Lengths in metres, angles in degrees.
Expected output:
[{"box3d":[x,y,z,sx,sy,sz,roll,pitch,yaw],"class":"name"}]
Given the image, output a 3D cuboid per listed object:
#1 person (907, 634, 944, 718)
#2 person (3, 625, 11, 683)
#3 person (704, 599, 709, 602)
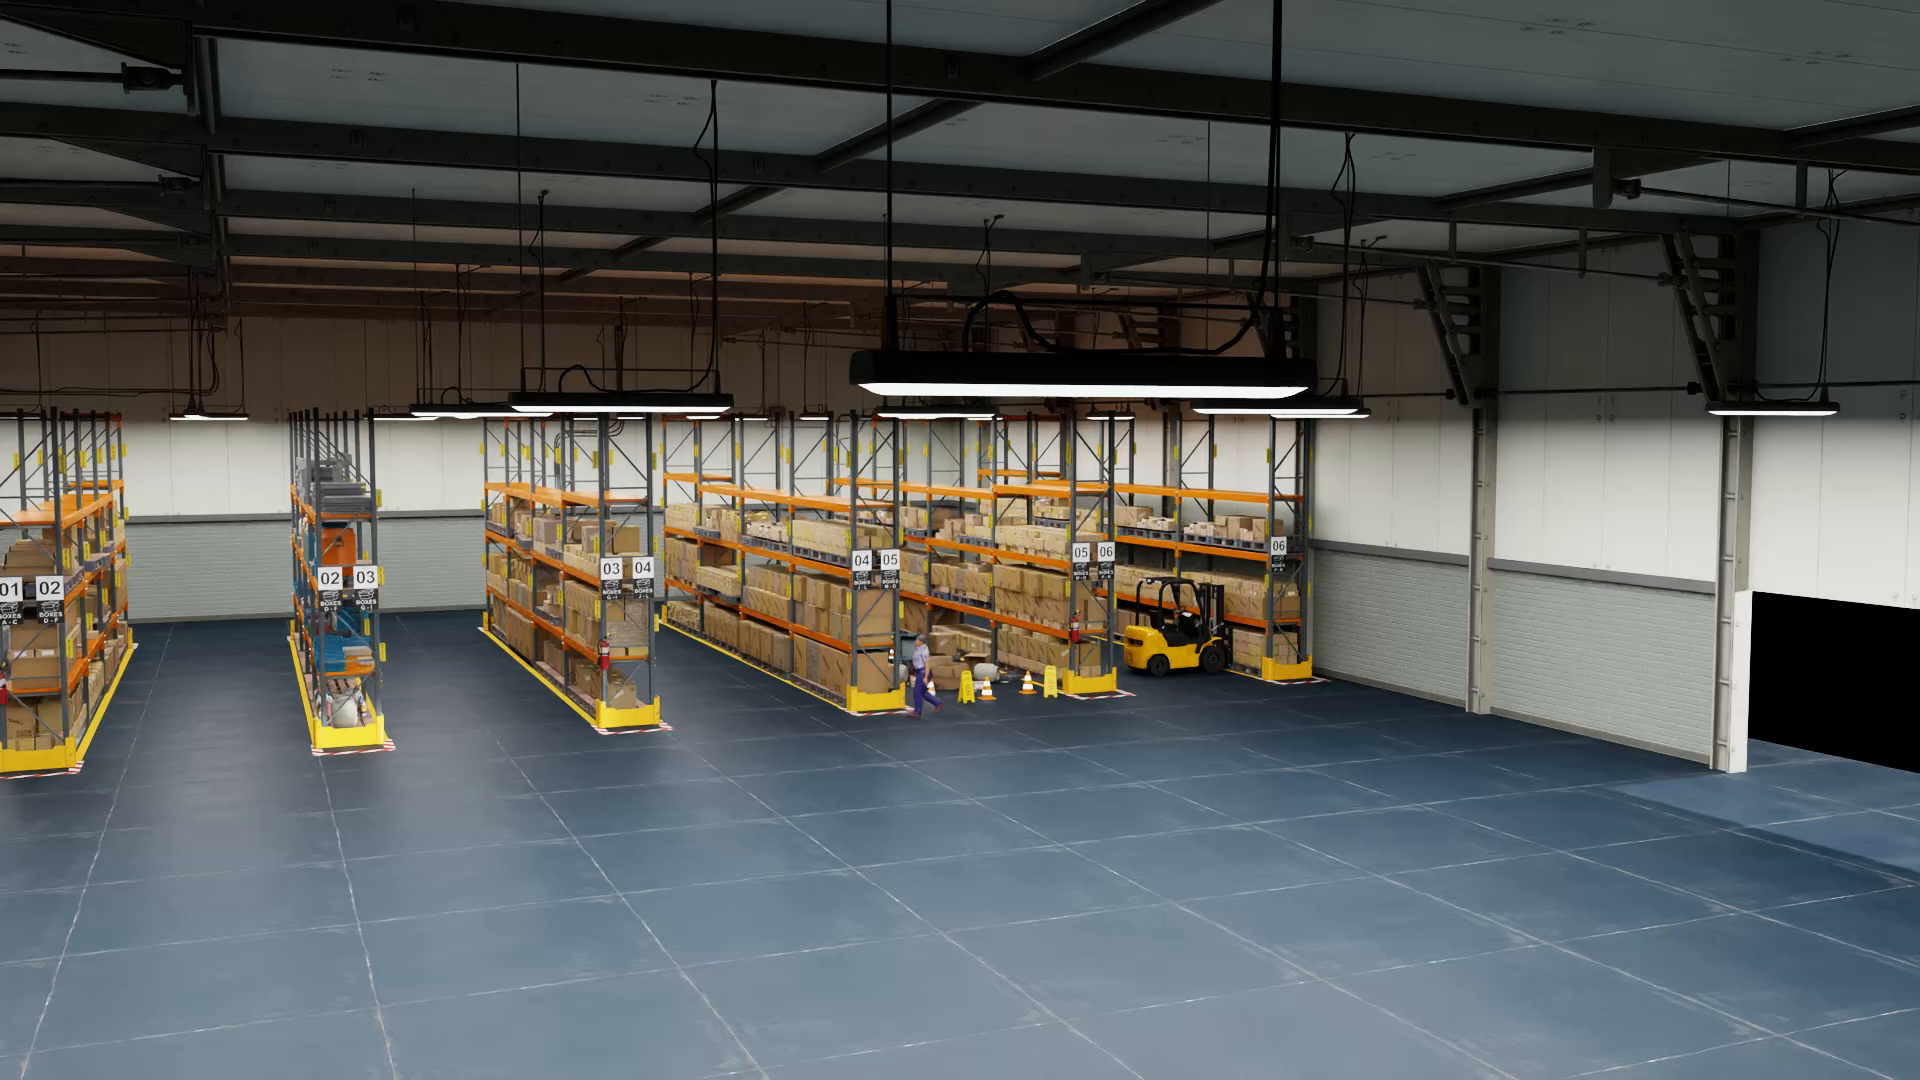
[{"box3d":[-0.674,2.644,32.445,0.762,1.607,0.544,-1,4,-8],"class":"person"},{"box3d":[-20.756,2.323,36.125,0.677,1.765,0.740,-3,5,-33],"class":"person"},{"box3d":[-7.704,1.465,49.563,0.445,1.608,0.433,-2,4,-25],"class":"person"}]
